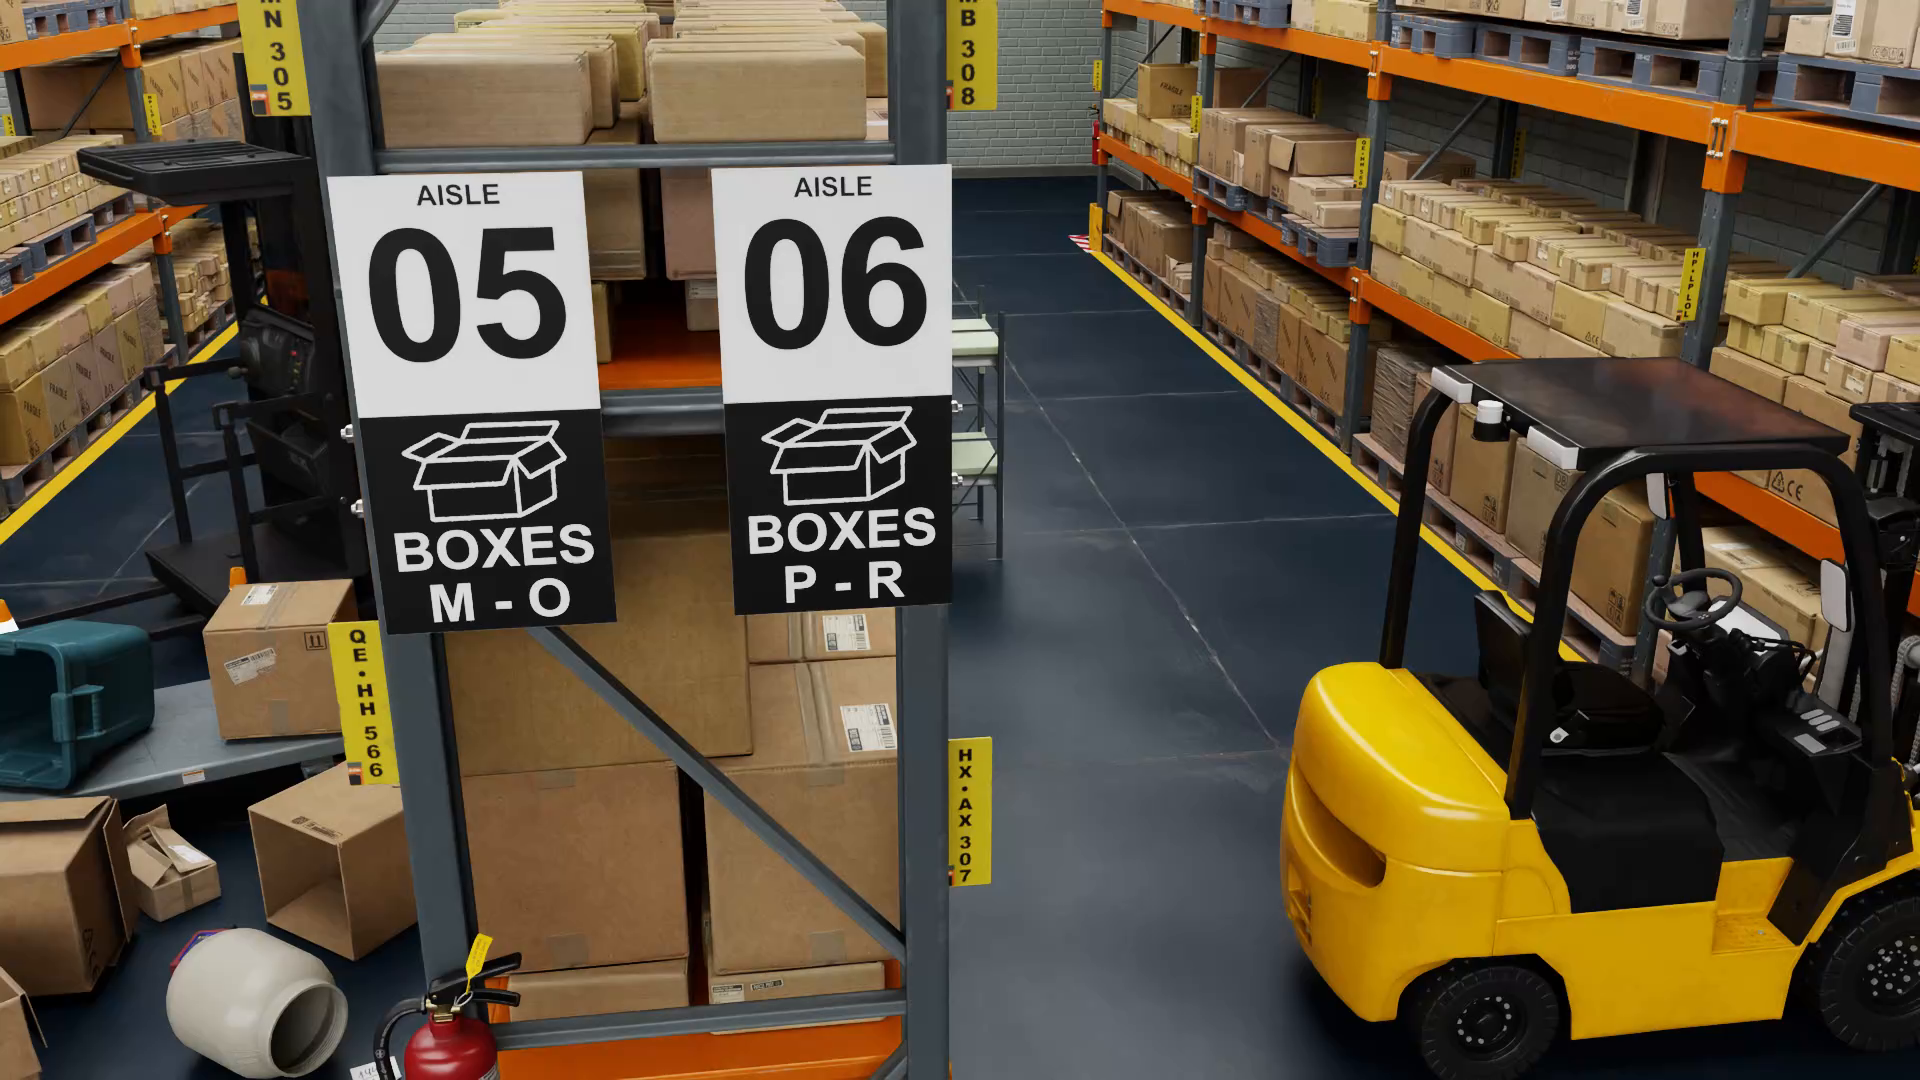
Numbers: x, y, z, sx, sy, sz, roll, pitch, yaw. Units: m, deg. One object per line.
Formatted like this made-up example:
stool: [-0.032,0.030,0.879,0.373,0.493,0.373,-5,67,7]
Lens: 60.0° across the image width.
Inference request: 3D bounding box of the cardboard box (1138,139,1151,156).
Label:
cardboard box: [2.051,-4.039,17.102,0.380,0.149,0.250,-2,21,-7]

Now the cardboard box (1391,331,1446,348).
cardboard box: [3.450,-1.239,12.219,0.500,0.500,0.500,-2,21,-6]

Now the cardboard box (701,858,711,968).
cardboard box: [-0.419,0.871,3.955,0.380,0.149,0.250,-3,21,-7]

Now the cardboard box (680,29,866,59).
cardboard box: [-0.401,-1.002,3.545,0.380,0.149,0.250,-3,21,-8]

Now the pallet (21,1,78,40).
pallet: [-7.002,-3.641,11.659,1.213,0.211,1.003,-3,21,-8]

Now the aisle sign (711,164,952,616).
aisle sign: [-0.209,-0.244,2.866,0.394,0.787,0.004,-3,21,-8]

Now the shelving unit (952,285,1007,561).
shelving unit: [0.001,-0.700,9.948,0.431,1.500,0.755,-3,21,-8]

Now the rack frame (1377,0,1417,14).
rack frame: [3.233,-4.864,10.377,1.000,3.000,0.127,-3,21,-8]

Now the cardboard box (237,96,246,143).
cardboard box: [-7.326,-4.152,16.477,0.500,0.500,0.500,-3,21,-9]

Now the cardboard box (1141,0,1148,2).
cardboard box: [2.021,-5.453,16.600,0.380,0.149,0.250,-3,21,-8]

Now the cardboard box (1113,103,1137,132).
cardboard box: [1.952,-4.547,17.892,0.500,0.250,0.500,-3,21,-7]

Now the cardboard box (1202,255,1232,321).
cardboard box: [2.504,-2.285,15.019,0.500,0.500,0.500,-2,21,-5]

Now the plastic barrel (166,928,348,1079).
plastic barrel: [-2.321,1.536,5.498,0.512,0.421,0.421,12,24,30]

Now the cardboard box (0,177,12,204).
cardboard box: [-6.547,-2.314,11.034,0.380,0.149,0.250,-4,21,-10]

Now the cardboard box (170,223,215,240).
cardboard box: [-7.817,-3.139,16.957,0.380,0.149,0.250,-3,21,-7]

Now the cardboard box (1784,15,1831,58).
cardboard box: [3.574,-2.029,6.689,0.380,0.149,0.250,-2,21,-7]

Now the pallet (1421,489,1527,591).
pallet: [3.486,-0.038,10.017,1.003,0.211,1.213,-3,21,-8]

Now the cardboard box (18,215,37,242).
cardboard box: [-6.585,-2.133,11.398,0.380,0.149,0.250,-2,21,-6]

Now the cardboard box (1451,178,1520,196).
cardboard box: [3.481,-2.302,11.021,0.380,0.149,0.250,-2,21,-6]

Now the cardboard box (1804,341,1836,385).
cardboard box: [3.700,-0.717,6.779,0.380,0.149,0.250,-3,21,-8]

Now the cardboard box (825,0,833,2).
cardboard box: [-0.610,-1.715,5.453,0.380,0.149,0.250,-2,21,-6]

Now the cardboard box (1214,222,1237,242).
cardboard box: [2.505,-2.773,14.972,0.380,0.149,0.250,-3,21,-9]

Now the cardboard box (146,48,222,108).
cardboard box: [-7.167,-4.257,15.331,0.500,0.500,0.500,-4,21,-10]

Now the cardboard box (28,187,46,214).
cardboard box: [-6.620,-2.359,11.578,0.380,0.149,0.250,-3,21,-8]

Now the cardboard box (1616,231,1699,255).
cardboard box: [3.840,-1.596,9.131,0.380,0.149,0.250,-3,21,-8]

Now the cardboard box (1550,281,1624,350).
cardboard box: [3.405,-1.167,8.554,0.500,0.250,0.500,-3,21,-9]

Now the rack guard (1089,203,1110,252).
rack guard: [2.091,-3.626,19.209,1.175,0.500,0.348,-3,21,-8]

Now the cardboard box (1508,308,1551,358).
cardboard box: [3.359,-1.107,9.106,0.500,0.250,0.500,-3,21,-7]

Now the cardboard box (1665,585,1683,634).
cardboard box: [3.574,0.372,7.548,0.500,0.250,0.500,-3,21,-8]

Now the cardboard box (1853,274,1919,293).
cardboard box: [4.155,-1.063,7.280,0.380,0.149,0.250,-3,21,-8]

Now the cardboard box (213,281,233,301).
cardboard box: [-7.100,-2.353,15.702,0.380,0.149,0.250,-3,21,-9]

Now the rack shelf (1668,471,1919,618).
rack shelf: [4.098,0.361,5.990,1.077,0.370,4.000,-3,21,-8]

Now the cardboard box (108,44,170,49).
cardboard box: [-7.781,-4.417,15.758,0.500,0.500,0.500,-3,21,-9]

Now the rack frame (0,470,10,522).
rack frame: [-6.562,-1.517,9.990,1.000,3.000,0.127,-3,21,-8]

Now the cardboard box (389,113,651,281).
cardboard box: [-0.865,-0.670,3.224,0.500,0.250,0.500,-3,21,-8]

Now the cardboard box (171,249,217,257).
cardboard box: [-7.186,-2.626,15.585,0.380,0.149,0.250,-4,21,-10]

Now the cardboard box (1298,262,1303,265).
cardboard box: [3.145,-2.393,14.381,0.380,0.149,0.250,-4,21,-10]

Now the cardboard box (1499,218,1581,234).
cardboard box: [3.317,-1.747,9.537,0.380,0.149,0.250,-3,21,-8]

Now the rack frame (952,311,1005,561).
rack frame: [0.054,-0.574,9.608,0.400,1.500,0.023,-3,21,-8]

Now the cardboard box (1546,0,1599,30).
cardboard box: [3.354,-2.779,8.468,0.500,0.311,0.500,-4,21,-10]

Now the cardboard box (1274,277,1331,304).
cardboard box: [2.748,-2.002,13.333,0.380,0.149,0.250,-4,21,-10]

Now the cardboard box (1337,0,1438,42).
cardboard box: [2.919,-3.554,11.371,0.500,0.250,0.500,-4,21,-10]

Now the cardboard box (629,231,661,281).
cardboard box: [-0.896,-0.698,3.870,0.380,0.149,0.250,-3,21,-7]

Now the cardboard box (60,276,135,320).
cardboard box: [-6.720,-1.855,12.797,0.500,0.250,0.500,-2,21,-5]

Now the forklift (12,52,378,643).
forklift: [-3.731,-0.959,8.595,3.031,2.935,1.130,-18,27,-39]

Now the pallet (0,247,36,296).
pallet: [-6.770,-1.668,10.670,1.213,0.211,1.003,-3,21,-8]

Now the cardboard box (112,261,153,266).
cardboard box: [-7.526,-2.418,15.027,0.380,0.149,0.250,-2,21,-6]

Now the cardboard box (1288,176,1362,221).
cardboard box: [2.761,-2.529,12.313,0.500,0.250,0.500,-4,21,-10]

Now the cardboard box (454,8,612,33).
cardboard box: [-1.120,-1.324,4.407,0.380,0.149,0.250,-2,21,-6]

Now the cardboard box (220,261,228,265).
cardboard box: [-7.107,-2.577,15.878,0.380,0.149,0.250,-3,21,-7]

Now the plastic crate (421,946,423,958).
plastic crate: [-1.686,1.536,5.989,0.402,0.080,0.583,-11,23,-26]

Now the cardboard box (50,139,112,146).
cardboard box: [-6.848,-3.037,12.970,0.380,0.149,0.250,-4,21,-9]

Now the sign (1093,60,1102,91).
sign: [1.543,-5.201,18.618,0.100,0.325,0.005,-3,21,-8]

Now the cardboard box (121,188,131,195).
cardboard box: [-6.885,-2.853,13.328,0.380,0.149,0.250,-3,21,-9]

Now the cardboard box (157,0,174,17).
cardboard box: [-7.025,-4.583,14.128,0.500,0.250,0.500,-3,21,-9]

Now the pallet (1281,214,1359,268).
pallet: [3.066,-2.194,12.079,1.213,0.211,1.003,-3,21,-8]
